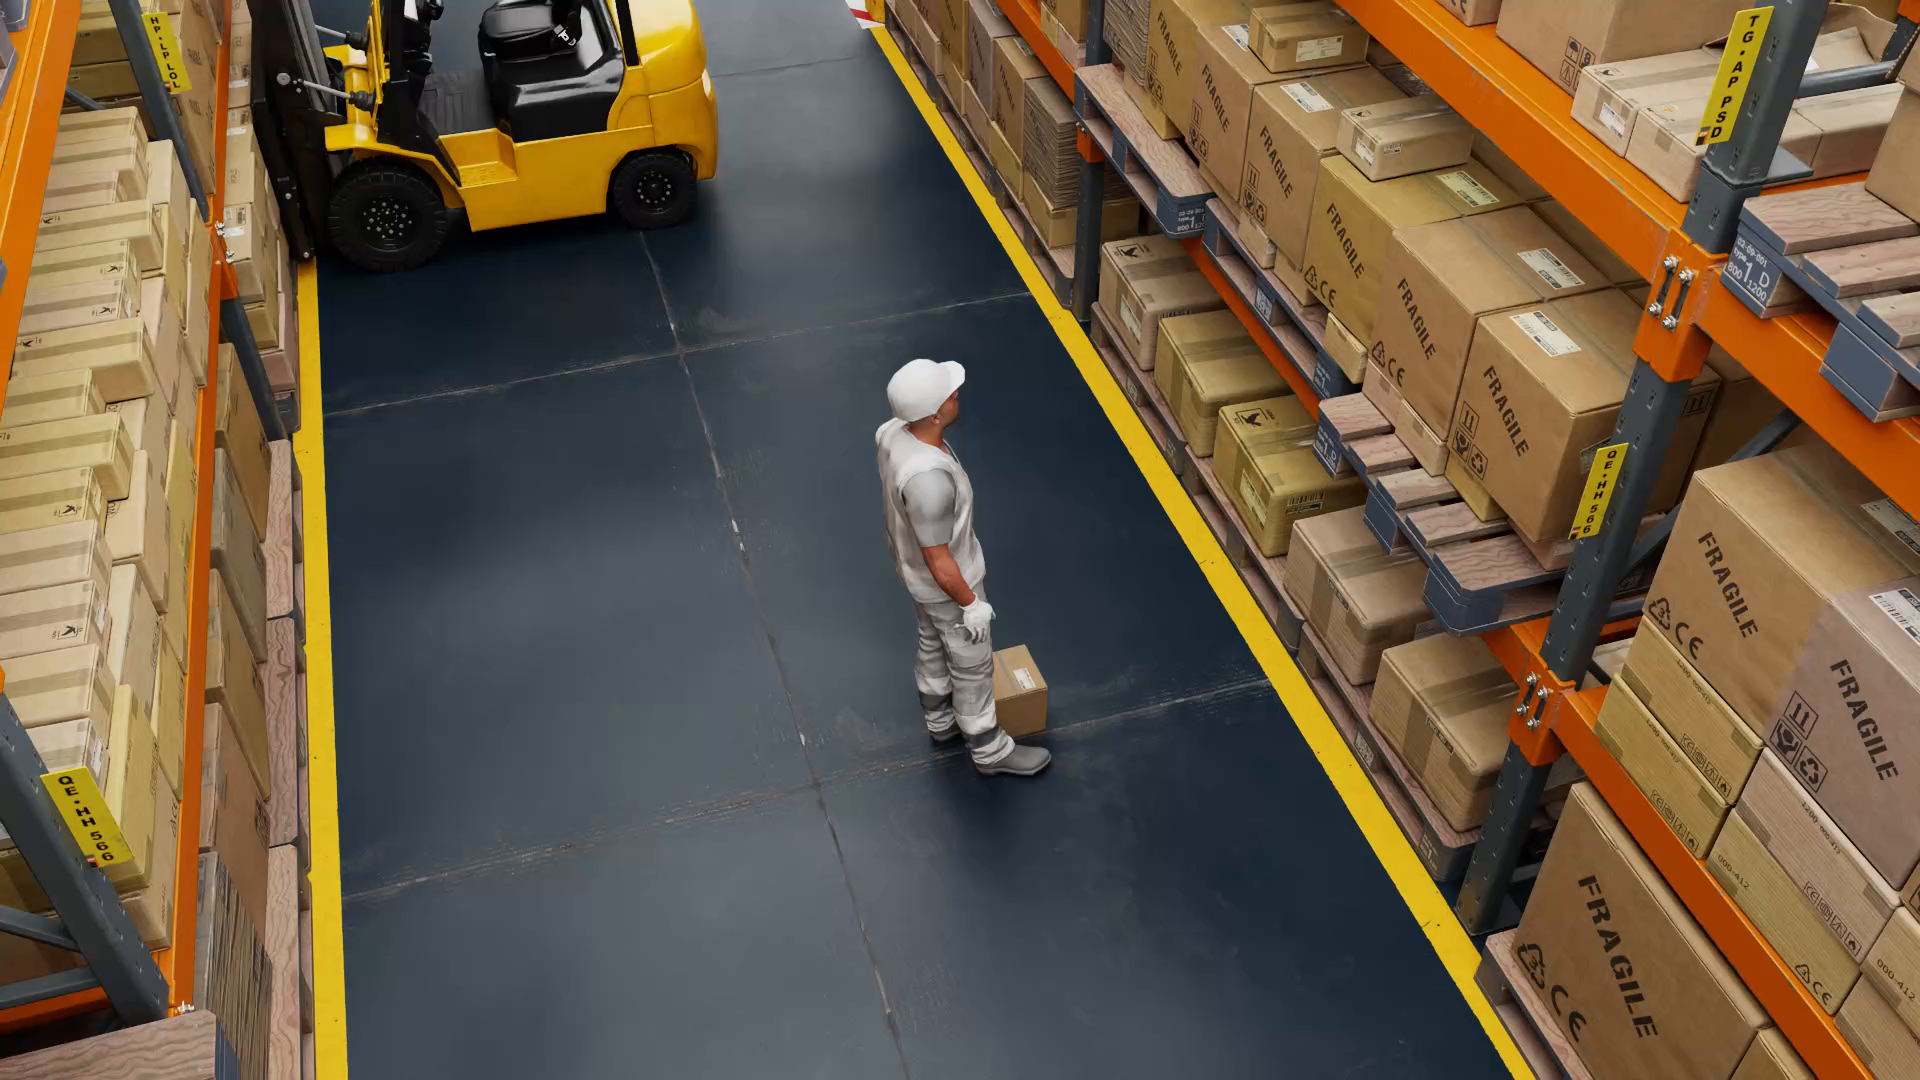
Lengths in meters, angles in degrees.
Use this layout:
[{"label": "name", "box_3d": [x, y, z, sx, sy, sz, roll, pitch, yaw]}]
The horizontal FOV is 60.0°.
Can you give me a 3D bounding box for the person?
[{"label": "person", "box_3d": [0.011, 0.094, 6.022, 0.562, 1.790, 0.637, -12, 43, -13]}]
